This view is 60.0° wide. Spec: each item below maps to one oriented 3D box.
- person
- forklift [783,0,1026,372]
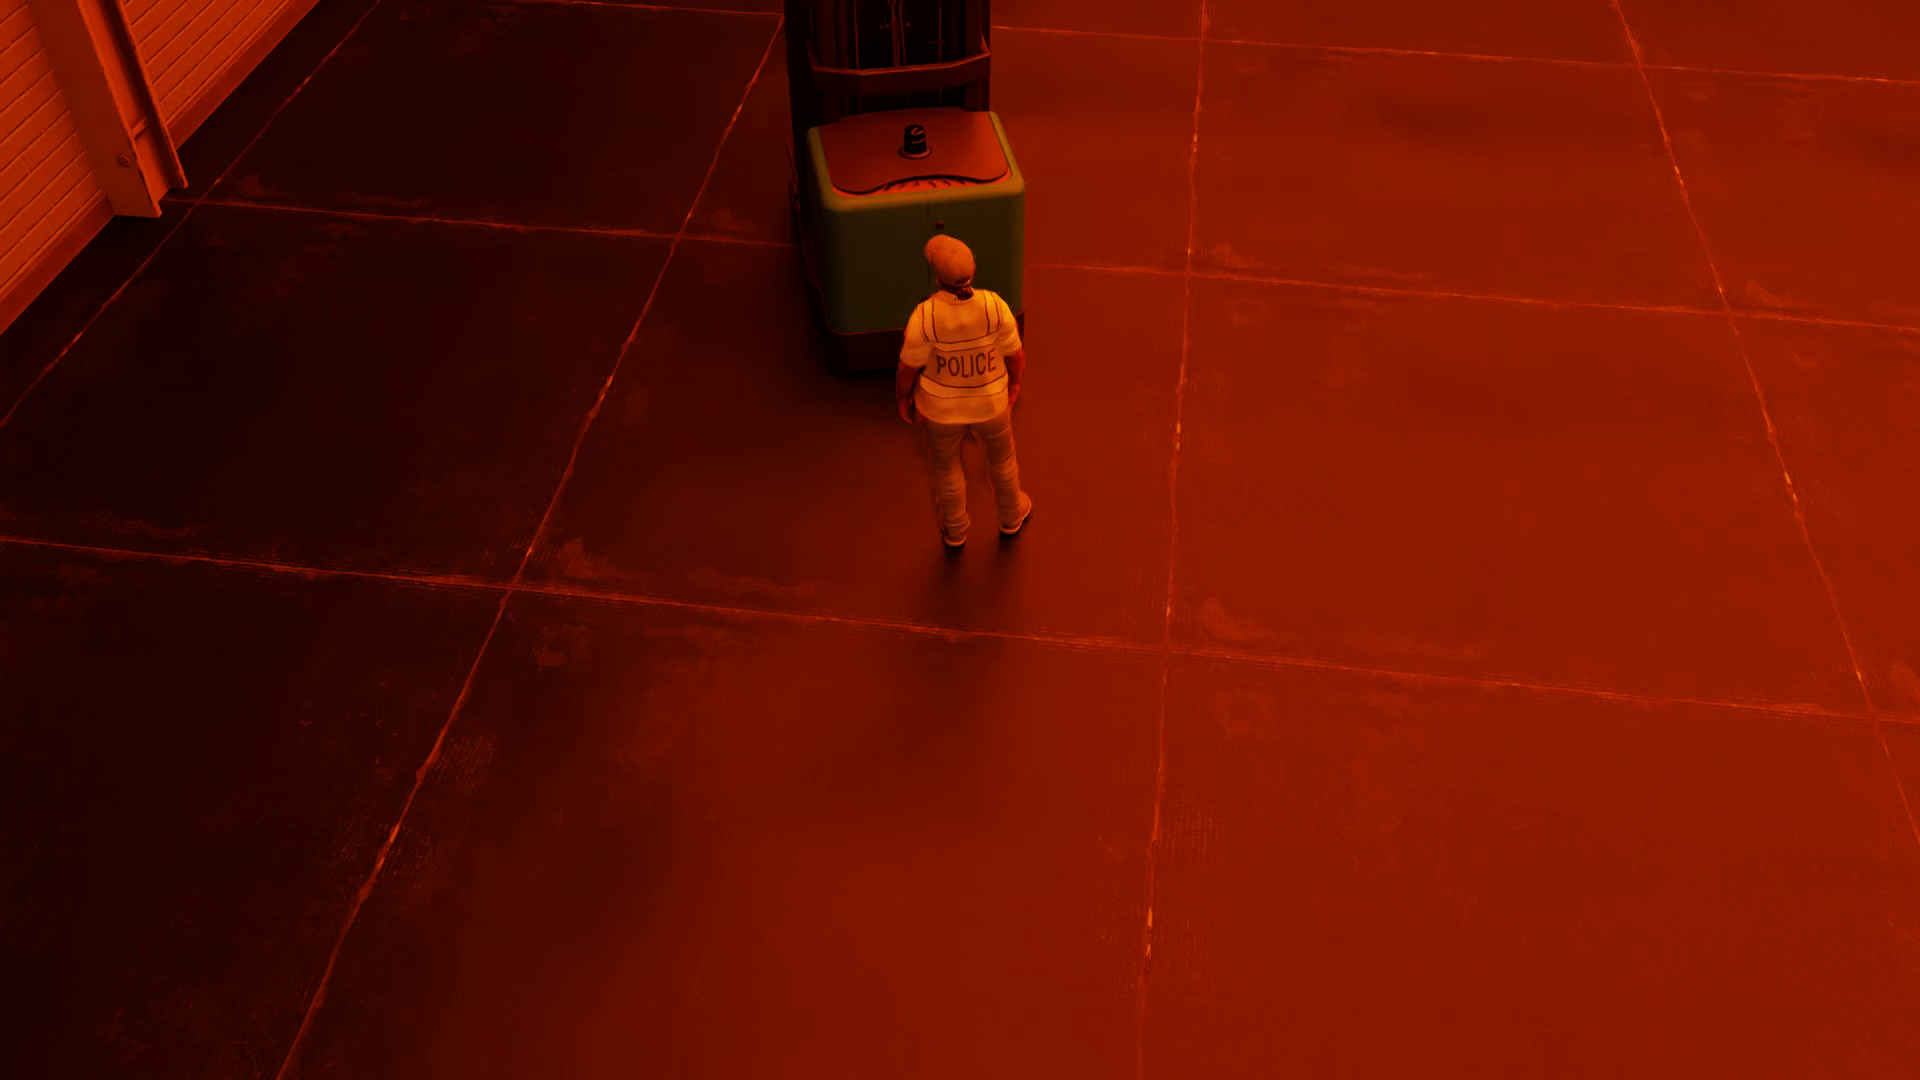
[{"bbox_3d":[0.041,-0.648,7.359,0.662,1.671,0.442,-7,43,-7],"label":"person"},{"bbox_3d":[-0.425,-2.972,8.959,1.130,2.935,3.031,-7,43,-8],"label":"forklift"}]
